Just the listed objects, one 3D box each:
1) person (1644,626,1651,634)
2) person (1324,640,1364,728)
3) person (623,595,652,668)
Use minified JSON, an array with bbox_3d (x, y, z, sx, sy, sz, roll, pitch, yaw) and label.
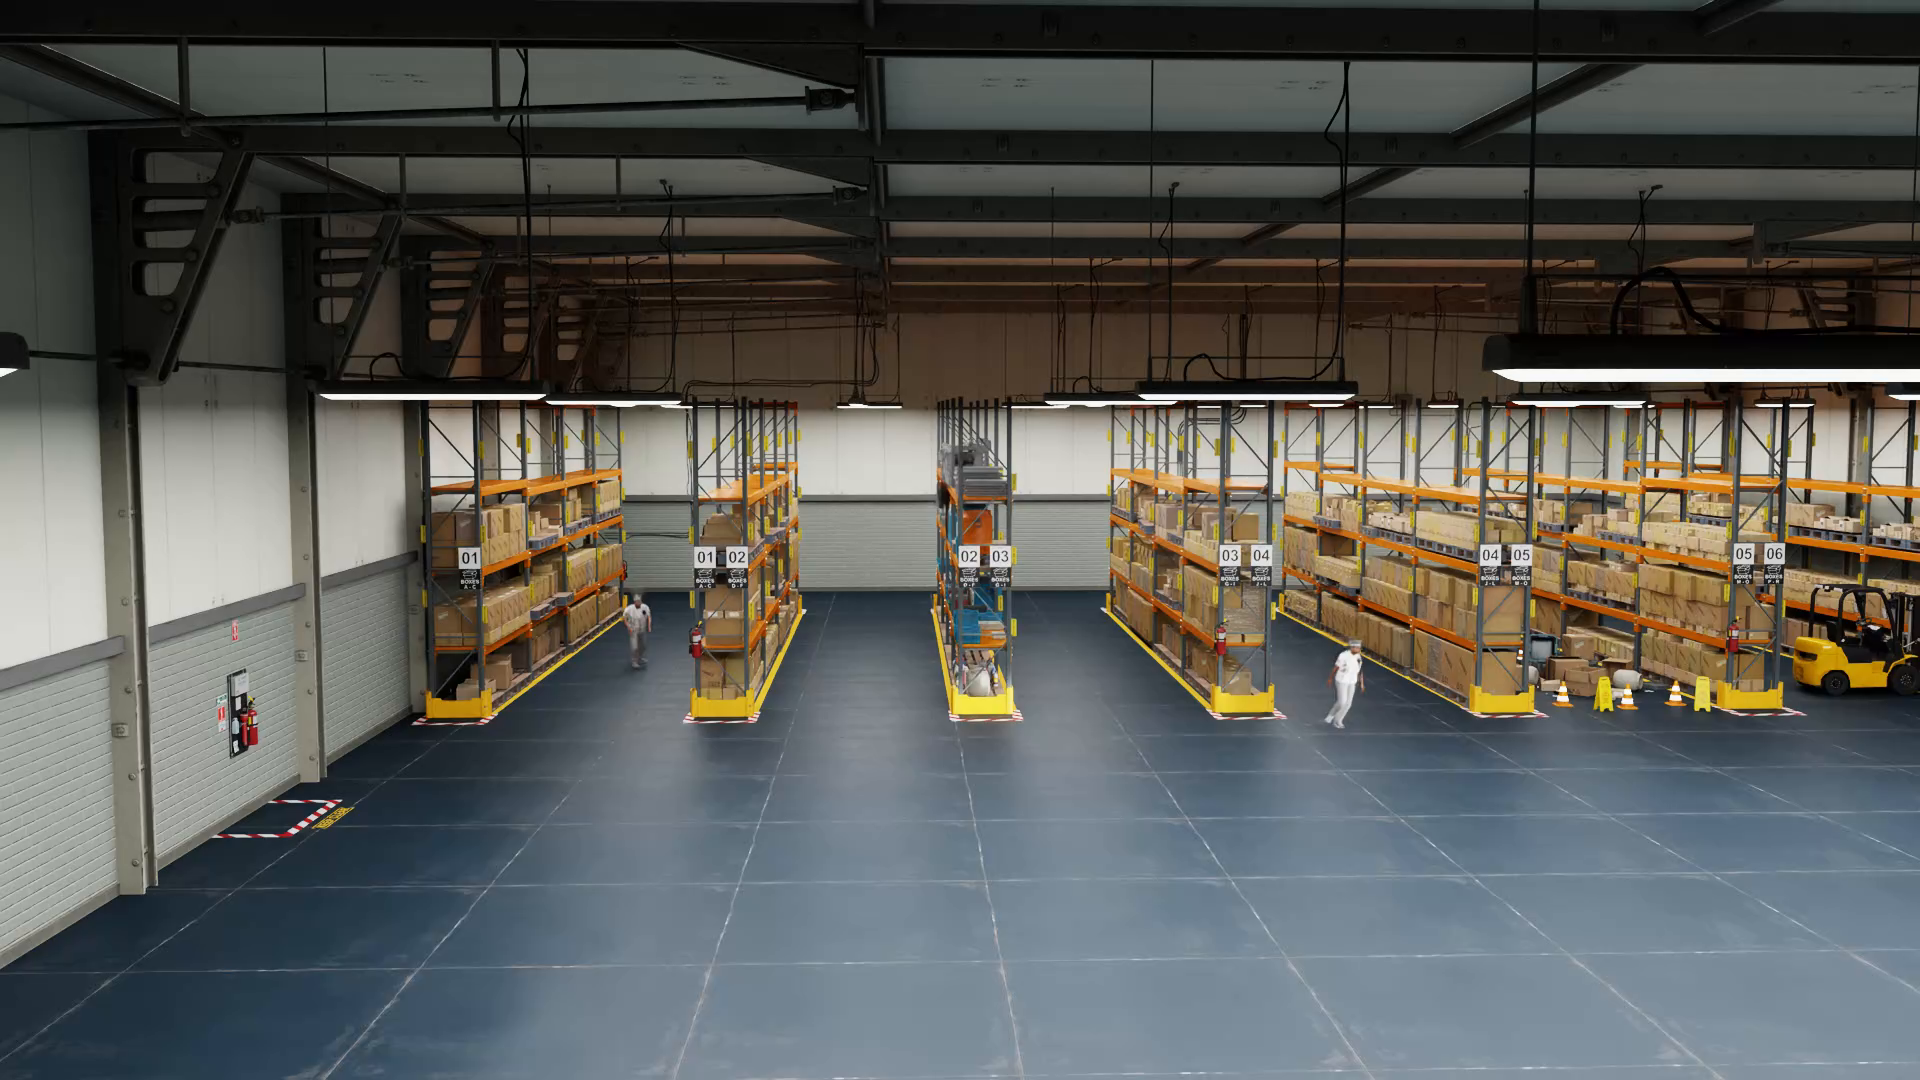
[{"bbox_3d":[17.639,1.694,42.720,0.644,1.487,0.778,-3,5,-36],"label":"person"},{"bbox_3d":[6.965,2.604,30.092,0.612,1.638,0.560,-2,5,-27],"label":"person"},{"bbox_3d":[-7.229,2.016,37.261,0.695,1.669,0.867,-3,5,-31],"label":"person"}]
